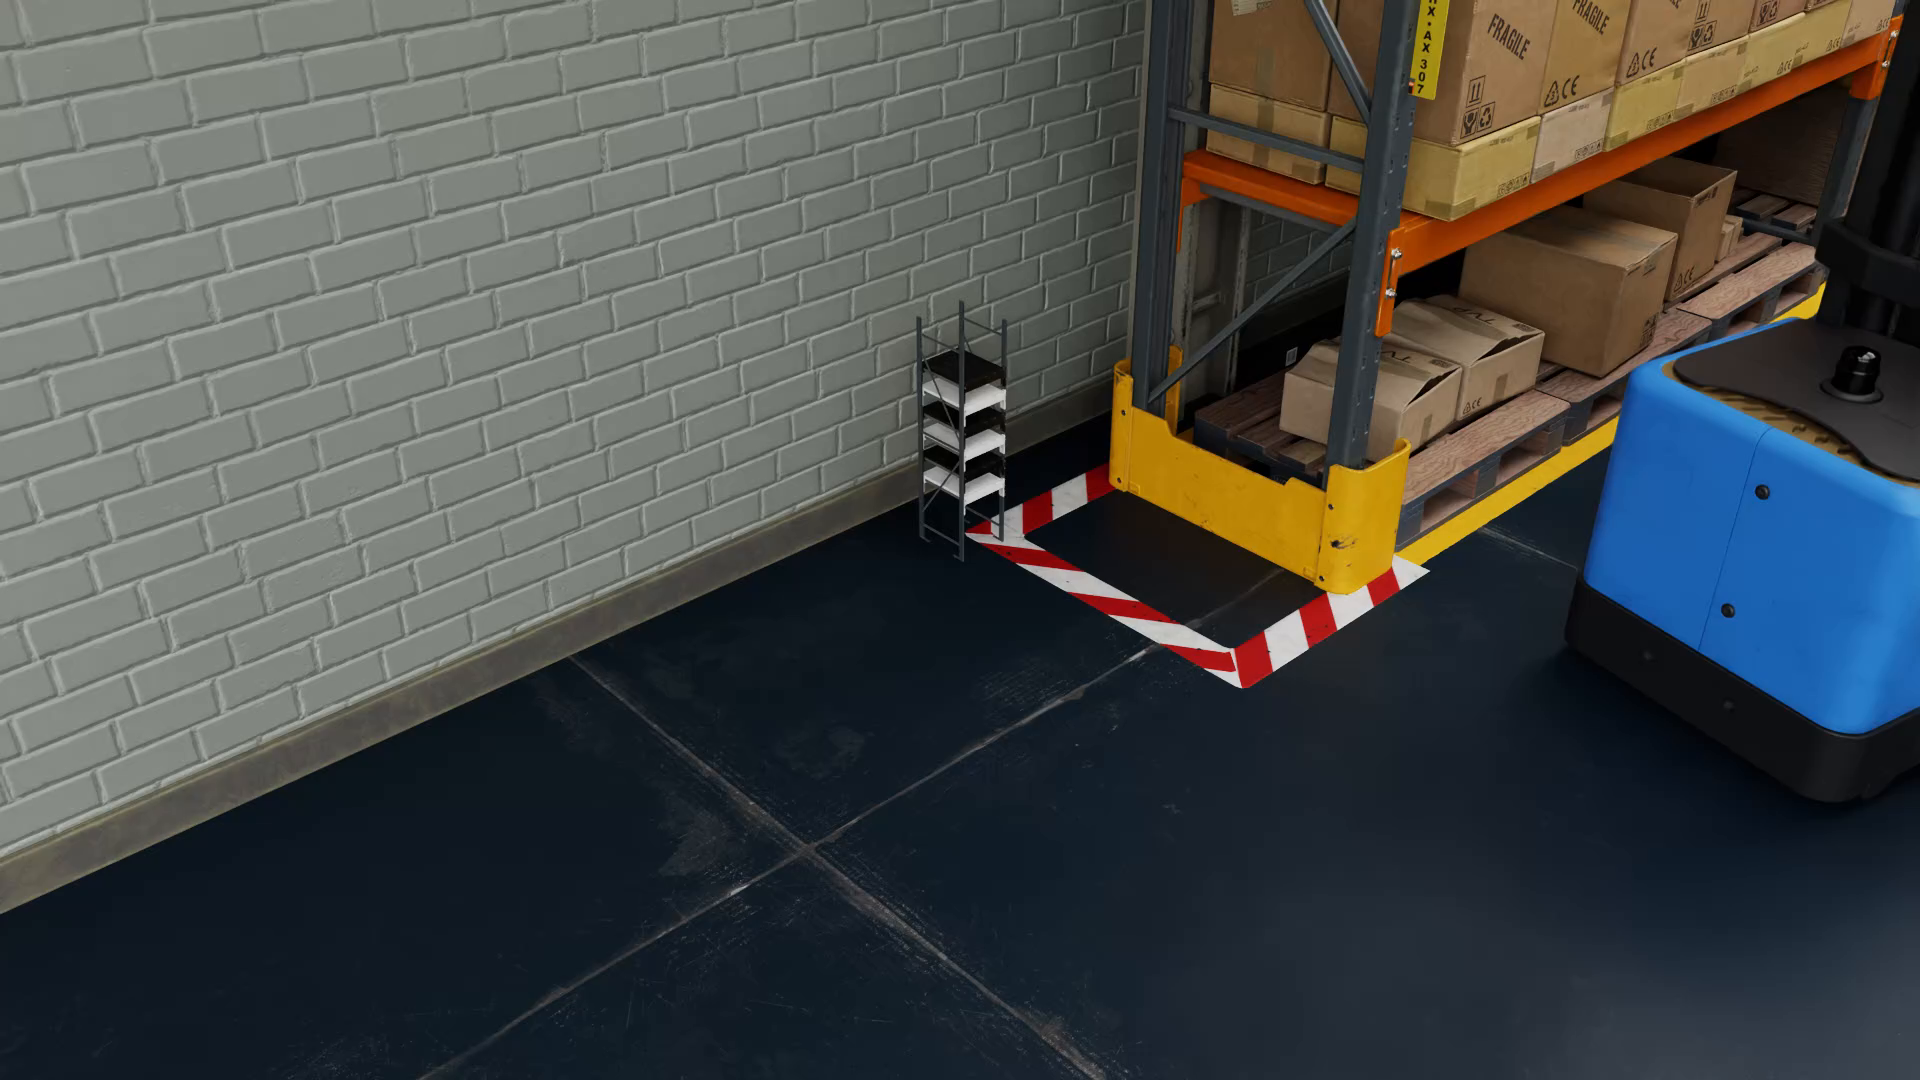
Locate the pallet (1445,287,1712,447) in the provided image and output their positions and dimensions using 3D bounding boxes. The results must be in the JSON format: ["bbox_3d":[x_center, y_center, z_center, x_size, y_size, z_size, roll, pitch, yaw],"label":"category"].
[{"bbox_3d":[2.602,-0.870,7.471,1.213,0.211,1.003,-26,40,-35],"label":"pallet"}]

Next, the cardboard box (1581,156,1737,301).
[{"bbox_3d":[3.232,-1.484,7.777,0.500,0.500,0.500,26,40,35],"label":"cardboard box"}]

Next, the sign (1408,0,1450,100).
[{"bbox_3d":[1.402,-1.490,4.981,0.005,0.325,0.100,-26,40,-35],"label":"sign"}]

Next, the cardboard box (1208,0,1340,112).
[{"bbox_3d":[1.234,-1.841,5.791,0.500,0.500,0.500,-26,40,-36],"label":"cardboard box"}]

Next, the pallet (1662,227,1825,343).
[{"bbox_3d":[3.497,-1.305,8.182,1.213,0.211,1.003,-26,40,-35],"label":"pallet"}]

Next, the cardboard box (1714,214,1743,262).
[{"bbox_3d":[3.594,-1.524,8.162,0.380,0.166,0.250,23,38,33],"label":"cardboard box"}]

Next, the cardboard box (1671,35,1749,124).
[{"bbox_3d":[2.727,-1.871,6.558,0.500,0.250,0.500,-25,40,-35],"label":"cardboard box"}]

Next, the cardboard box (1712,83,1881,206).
[{"bbox_3d":[4.494,-2.135,8.841,0.500,0.500,0.700,-24,39,-34],"label":"cardboard box"}]

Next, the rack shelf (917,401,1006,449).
[{"bbox_3d":[0.006,-0.435,5.990,0.200,0.077,0.258,-26,40,-35],"label":"rack shelf"}]

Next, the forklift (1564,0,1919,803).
[{"bbox_3d":[3.561,-1.033,5.130,3.031,2.935,1.130,-17,35,-25],"label":"forklift"}]

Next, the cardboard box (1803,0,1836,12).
[{"bbox_3d":[3.467,-2.546,6.944,0.500,0.500,0.500,-26,40,-36],"label":"cardboard box"}]

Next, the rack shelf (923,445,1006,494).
[{"bbox_3d":[0.006,-0.282,6.084,0.200,0.077,0.258,-26,40,-35],"label":"rack shelf"}]

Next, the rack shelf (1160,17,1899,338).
[{"bbox_3d":[2.499,-1.730,6.894,4.000,0.370,1.077,-26,40,-35],"label":"rack shelf"}]

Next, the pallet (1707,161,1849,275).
[{"bbox_3d":[4.536,-1.834,9.046,1.213,0.211,1.003,-26,40,-35],"label":"pallet"}]

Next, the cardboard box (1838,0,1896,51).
[{"bbox_3d":[3.825,-2.407,7.436,0.500,0.250,0.500,-26,40,-35],"label":"cardboard box"}]

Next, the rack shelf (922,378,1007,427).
[{"bbox_3d":[0.006,-0.512,5.943,0.200,0.077,0.258,-26,40,-35],"label":"rack shelf"}]

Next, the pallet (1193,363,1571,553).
[{"bbox_3d":[1.708,-0.440,6.767,1.213,0.211,1.003,-26,40,-35],"label":"pallet"}]

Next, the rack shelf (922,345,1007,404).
[{"bbox_3d":[0.006,-0.589,5.896,0.200,0.077,0.258,-26,40,-35],"label":"rack shelf"}]

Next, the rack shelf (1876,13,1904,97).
[{"bbox_3d":[5.432,-3.149,9.214,4.000,0.370,1.077,-26,40,-35],"label":"rack shelf"}]

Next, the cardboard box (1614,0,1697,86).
[{"bbox_3d":[2.339,-1.999,6.050,0.500,0.500,0.500,-27,41,-37],"label":"cardboard box"}]

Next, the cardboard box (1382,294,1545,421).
[{"bbox_3d":[2.019,-0.782,6.809,0.500,0.311,0.500,-22,38,-32],"label":"cardboard box"}]

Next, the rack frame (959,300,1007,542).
[{"bbox_3d":[0.080,-0.423,6.079,0.006,0.900,0.240,-26,40,-35],"label":"rack frame"}]

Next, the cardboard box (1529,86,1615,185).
[{"bbox_3d":[1.977,-1.514,5.975,0.500,0.250,0.500,-27,41,-37],"label":"cardboard box"}]

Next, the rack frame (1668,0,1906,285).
[{"bbox_3d":[3.966,-2.747,7.866,0.127,3.000,1.000,-26,40,-35],"label":"rack frame"}]

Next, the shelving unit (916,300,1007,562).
[{"bbox_3d":[0.006,-0.387,6.020,0.210,0.900,0.258,-26,40,-35],"label":"shelving unit"}]

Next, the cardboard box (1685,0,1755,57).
[{"bbox_3d":[2.710,-2.187,6.356,0.500,0.500,0.500,-24,39,-34],"label":"cardboard box"}]

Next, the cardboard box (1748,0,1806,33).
[{"bbox_3d":[3.091,-2.371,6.659,0.500,0.500,0.500,-27,41,-37],"label":"cardboard box"}]

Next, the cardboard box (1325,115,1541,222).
[{"bbox_3d":[1.606,-1.324,5.665,0.500,0.250,0.500,-27,41,-37],"label":"cardboard box"}]

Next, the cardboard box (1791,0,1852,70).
[{"bbox_3d":[3.454,-2.234,7.152,0.500,0.250,0.500,-26,40,-35],"label":"cardboard box"}]

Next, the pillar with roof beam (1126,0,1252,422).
[{"bbox_3d":[3.885,-2.820,2.235,0.400,9.000,9.100,-26,40,-35],"label":"pillar with roof beam"}]

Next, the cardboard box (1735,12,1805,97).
[{"bbox_3d":[3.095,-2.049,6.851,0.500,0.250,0.500,-26,40,-36],"label":"cardboard box"}]

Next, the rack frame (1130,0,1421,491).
[{"bbox_3d":[1.033,-1.328,5.546,0.127,3.000,1.000,-26,40,-35],"label":"rack frame"}]

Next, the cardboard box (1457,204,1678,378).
[{"bbox_3d":[2.591,-1.103,7.154,0.700,0.500,0.500,26,40,36],"label":"cardboard box"}]

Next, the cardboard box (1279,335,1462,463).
[{"bbox_3d":[1.601,-0.579,6.478,0.500,0.311,0.500,24,39,34],"label":"cardboard box"}]

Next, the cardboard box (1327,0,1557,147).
[{"bbox_3d":[1.587,-1.647,5.473,0.500,0.500,0.500,-26,40,-35],"label":"cardboard box"}]

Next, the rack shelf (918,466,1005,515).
[{"bbox_3d":[0.006,-0.205,6.131,0.200,0.077,0.258,-26,40,-35],"label":"rack shelf"}]

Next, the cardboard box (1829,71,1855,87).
[{"bbox_3d":[4.815,-2.613,8.903,0.500,0.250,0.500,-27,40,-36],"label":"cardboard box"}]

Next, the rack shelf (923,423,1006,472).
[{"bbox_3d":[0.006,-0.358,6.037,0.200,0.077,0.258,-26,40,-35],"label":"rack shelf"}]

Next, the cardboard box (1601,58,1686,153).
[{"bbox_3d":[2.355,-1.692,6.266,0.500,0.250,0.500,-27,40,-36],"label":"cardboard box"}]

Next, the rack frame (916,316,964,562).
[{"bbox_3d":[-0.069,-0.351,5.961,0.006,0.900,0.240,-26,40,-35],"label":"rack frame"}]

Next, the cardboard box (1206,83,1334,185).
[{"bbox_3d":[1.244,-1.512,5.973,0.500,0.250,0.500,-25,39,-35],"label":"cardboard box"}]

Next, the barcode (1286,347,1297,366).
[{"bbox_3d":[1.343,-0.743,6.736,0.075,0.075,0.001,-26,40,-35],"label":"barcode"}]

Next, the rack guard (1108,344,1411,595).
[{"bbox_3d":[1.088,-0.288,6.242,0.348,0.500,1.175,-26,40,-35],"label":"rack guard"}]

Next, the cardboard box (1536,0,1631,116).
[{"bbox_3d":[1.956,-1.818,5.754,0.500,0.500,0.500,-26,40,-35],"label":"cardboard box"}]
